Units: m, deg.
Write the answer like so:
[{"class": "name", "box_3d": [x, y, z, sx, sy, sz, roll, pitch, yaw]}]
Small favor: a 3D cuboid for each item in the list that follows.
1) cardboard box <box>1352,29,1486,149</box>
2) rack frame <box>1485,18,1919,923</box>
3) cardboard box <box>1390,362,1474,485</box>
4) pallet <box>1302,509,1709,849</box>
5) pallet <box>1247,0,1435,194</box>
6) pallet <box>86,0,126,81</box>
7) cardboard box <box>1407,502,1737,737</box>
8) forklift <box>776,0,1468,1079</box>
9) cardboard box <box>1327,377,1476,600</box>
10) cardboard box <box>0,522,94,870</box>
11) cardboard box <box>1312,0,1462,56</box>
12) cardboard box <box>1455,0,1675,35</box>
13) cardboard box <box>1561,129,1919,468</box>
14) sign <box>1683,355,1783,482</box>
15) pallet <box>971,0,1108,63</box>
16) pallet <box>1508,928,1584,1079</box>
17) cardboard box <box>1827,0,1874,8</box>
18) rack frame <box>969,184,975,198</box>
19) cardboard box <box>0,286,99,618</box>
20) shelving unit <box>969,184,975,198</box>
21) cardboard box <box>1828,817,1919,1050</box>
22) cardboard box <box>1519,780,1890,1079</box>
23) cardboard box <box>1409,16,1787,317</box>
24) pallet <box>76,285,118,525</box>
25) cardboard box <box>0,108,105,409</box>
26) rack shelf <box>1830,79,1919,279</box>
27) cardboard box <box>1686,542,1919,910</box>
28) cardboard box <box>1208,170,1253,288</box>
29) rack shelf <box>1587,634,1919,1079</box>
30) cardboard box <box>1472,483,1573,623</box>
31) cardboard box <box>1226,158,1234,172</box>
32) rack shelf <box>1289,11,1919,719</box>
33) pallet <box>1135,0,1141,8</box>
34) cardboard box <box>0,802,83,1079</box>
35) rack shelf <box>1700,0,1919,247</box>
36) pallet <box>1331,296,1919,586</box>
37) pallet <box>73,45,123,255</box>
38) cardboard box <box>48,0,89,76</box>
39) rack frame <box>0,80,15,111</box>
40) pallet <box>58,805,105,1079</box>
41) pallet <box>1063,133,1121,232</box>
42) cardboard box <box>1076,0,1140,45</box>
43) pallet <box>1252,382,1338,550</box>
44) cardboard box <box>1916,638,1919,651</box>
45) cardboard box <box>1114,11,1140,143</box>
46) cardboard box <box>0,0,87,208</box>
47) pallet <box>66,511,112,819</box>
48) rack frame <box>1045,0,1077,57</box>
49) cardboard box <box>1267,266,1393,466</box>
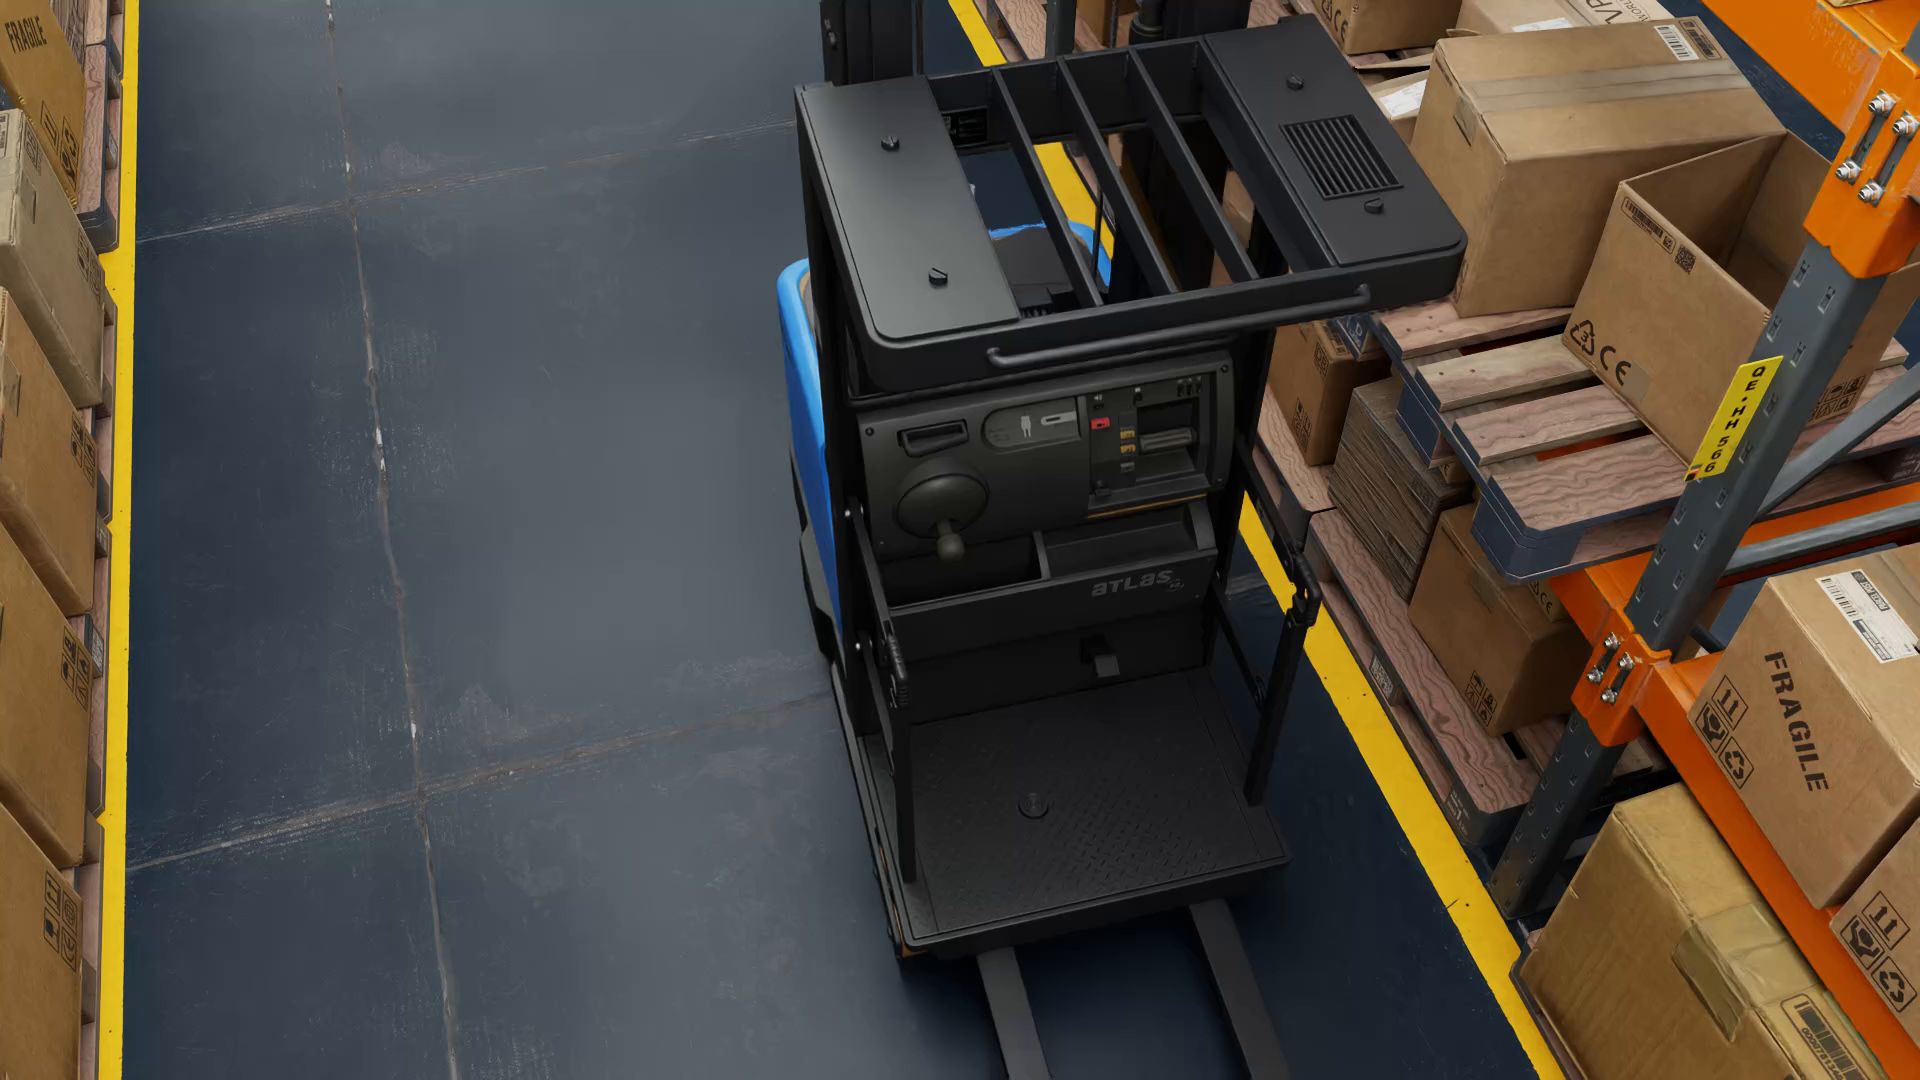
[{"class": "cardboard box", "box_3d": [1.290, -1.266, 4.669, 0.396, 0.266, 0.258, -15, 51, -12]}, {"class": "rack frame", "box_3d": [2.041, -0.017, 3.803, 1.000, 3.000, 0.127, -13, 51, -11]}, {"class": "cardboard box", "box_3d": [1.647, -0.463, 5.035, 0.500, 0.250, 0.500, -8, 50, -7]}, {"class": "pallet", "box_3d": [1.811, 0.310, 5.350, 1.003, 0.211, 1.213, -13, 51, -11]}, {"class": "pallet", "box_3d": [1.416, -1.392, 5.087, 1.003, 0.211, 1.213, -13, 51, -11]}, {"class": "pallet", "box_3d": [-4.425, -2.458, 7.684, 1.003, 0.211, 1.213, -13, 51, -11]}, {"class": "cardboard box", "box_3d": [1.824, 0.162, 4.999, 0.700, 0.500, 0.500, -16, 52, -13]}, {"class": "forklift", "box_3d": [0.274, -0.093, 3.911, 1.130, 2.935, 3.031, -11, 51, -9]}, {"class": "cardboard box", "box_3d": [1.647, -0.240, 5.338, 0.700, 0.500, 0.500, -17, 52, -14]}, {"class": "cardboard box", "box_3d": [-3.083, 0.517, 4.549, 1.050, 0.750, 0.750, -13, 51, -10]}, {"class": "cardboard box", "box_3d": [1.459, -1.862, 5.016, 0.797, 0.503, 0.637, -9, 50, -7]}, {"class": "cardboard box", "box_3d": [1.765, -1.380, 4.775, 0.500, 0.250, 0.500, -15, 51, -12]}, {"class": "cardboard box", "box_3d": [1.843, -0.570, 3.929, 0.500, 0.500, 0.500, -19, 52, -15]}, {"class": "sign", "box_3d": [1.525, -0.235, 3.281, 0.100, 0.325, 0.005, -13, 51, -11]}, {"class": "pallet", "box_3d": [0.626, -2.522, 7.738, 1.003, 0.211, 1.213, -13, 51, -11]}, {"class": "pallet", "box_3d": [2.202, 1.474, 4.369, 1.003, 0.211, 1.213, -13, 51, -11]}, {"class": "cardboard box", "box_3d": [1.666, -1.228, 2.959, 0.500, 0.250, 0.500, -13, 51, -11]}, {"class": "rack frame", "box_3d": [-0.073, -0.679, 5.538, 0.240, 1.200, 0.015, -11, 51, -9]}, {"class": "cardboard box", "box_3d": [-3.359, -0.163, 5.122, 1.050, 0.750, 0.750, -13, 51, -11]}, {"class": "shelving unit", "box_3d": [-0.132, -0.860, 5.690, 0.258, 1.200, 0.503, -11, 51, -9]}, {"class": "cardboard box", "box_3d": [2.079, 0.743, 3.096, 0.500, 0.500, 0.500, -15, 51, -12]}, {"class": "cardboard box", "box_3d": [2.225, 1.041, 4.026, 1.225, 0.875, 0.875, -15, 52, -13]}, {"class": "cardboard box", "box_3d": [1.582, -0.955, 4.253, 0.700, 0.500, 0.500, -7, 50, -6]}, {"class": "pallet", "box_3d": [-3.610, -0.446, 5.988, 1.003, 0.211, 1.213, -13, 51, -11]}, {"class": "cardboard box", "box_3d": [-3.641, -0.868, 5.717, 1.050, 0.750, 0.750, -14, 51, -11]}, {"class": "rack shelf", "box_3d": [2.632, 0.709, 1.699, 1.077, 0.370, 4.000, -13, 51, -11]}, {"class": "cardboard box", "box_3d": [1.925, 0.367, 3.413, 0.500, 0.500, 0.500, -12, 51, -10]}, {"class": "cardboard box", "box_3d": [1.308, -1.060, 6.029, 0.700, 0.500, 0.500, -17, 52, -14]}, {"class": "rack shelf", "box_3d": [2.632, 1.675, 2.846, 1.077, 0.370, 4.000, -13, 51, -11]}, {"class": "cardboard box", "box_3d": [1.814, -0.078, 4.710, 0.500, 0.250, 0.500, -11, 51, -9]}, {"class": "cardboard box", "box_3d": [1.142, -1.469, 6.374, 0.700, 0.500, 0.500, -14, 51, -11]}, {"class": "rack shelf", "box_3d": [1.449, -1.246, 5.309, 1.077, 0.370, 4.000, -13, 51, -11]}, {"class": "pallet", "box_3d": [0.945, -2.286, 5.841, 1.003, 0.211, 1.213, -13, 51, -11]}, {"class": "cardboard box", "box_3d": [-2.821, 1.155, 4.011, 1.050, 0.750, 0.750, -14, 51, -11]}, {"class": "rack shelf", "box_3d": [1.449, -2.213, 4.162, 1.077, 0.370, 4.000, -13, 51, -11]}, {"class": "pallet", "box_3d": [1.728, -0.452, 4.294, 1.213, 0.211, 1.003, -13, 51, -11]}, {"class": "pallet", "box_3d": [-4.060, -1.565, 6.932, 1.003, 0.211, 1.213, -13, 51, -11]}, {"class": "cardboard box", "box_3d": [-4.299, -2.474, 6.989, 0.875, 0.875, 0.875, -13, 51, -11]}, {"class": "rack frame", "box_3d": [-3.910, -1.891, 5.382, 1.000, 3.000, 0.127, -13, 51, -11]}, {"class": "pallet", "box_3d": [-2.888, 1.336, 4.485, 1.003, 0.211, 1.213, -13, 51, -11]}, {"class": "pallet", "box_3d": [1.090, -1.472, 6.853, 1.003, 0.211, 1.213, -13, 51, -11]}, {"class": "cardboard box", "box_3d": [0.778, -2.570, 7.315, 0.500, 0.500, 0.500, -15, 51, -12]}, {"class": "pallet", "box_3d": [1.454, -0.579, 6.100, 1.003, 0.211, 1.213, -13, 51, -11]}, {"class": "cardboard box", "box_3d": [2.242, 0.165, 2.928, 0.797, 0.503, 0.637, -12, 51, -10]}, {"class": "cardboard box", "box_3d": [1.019, -1.822, 6.671, 0.700, 0.500, 0.500, -17, 52, -14]}, {"class": "cardboard box", "box_3d": [-4.029, -1.817, 6.435, 0.875, 0.875, 0.875, -13, 51, -10]}, {"class": "pallet", "box_3d": [-3.245, 0.447, 5.235, 1.003, 0.211, 1.213, -13, 51, -11]}, {"class": "rack frame", "box_3d": [0.858, -2.939, 6.266, 1.000, 3.000, 0.127, -13, 51, -11]}, {"class": "cardboard box", "box_3d": [1.473, -0.653, 5.686, 0.700, 0.500, 0.500, -9, 51, -8]}]
